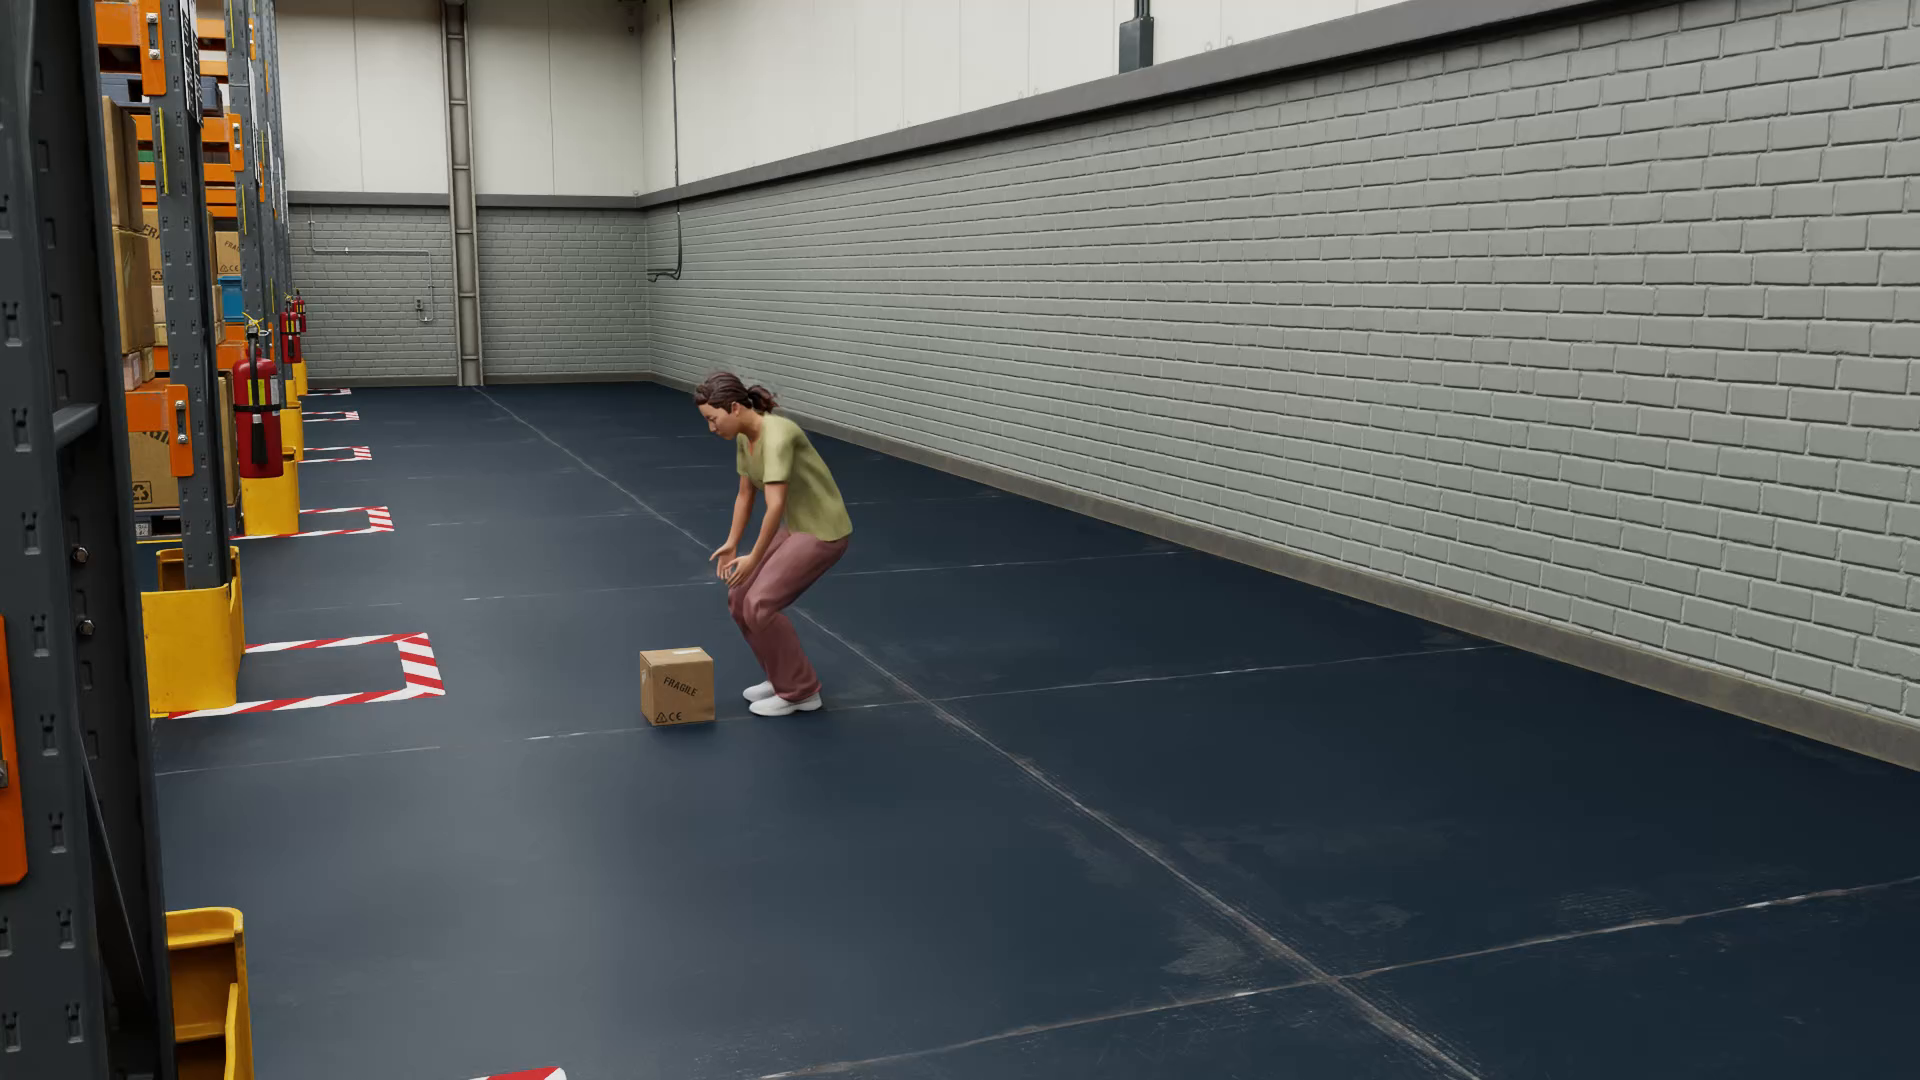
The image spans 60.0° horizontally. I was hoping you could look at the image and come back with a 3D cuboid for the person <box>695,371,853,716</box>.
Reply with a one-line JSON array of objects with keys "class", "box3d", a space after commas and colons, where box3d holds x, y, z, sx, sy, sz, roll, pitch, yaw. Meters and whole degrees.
[{"class": "person", "box3d": [-0.747, 0.009, 6.745, 0.634, 1.390, 0.510, -3, 10, -21]}]
